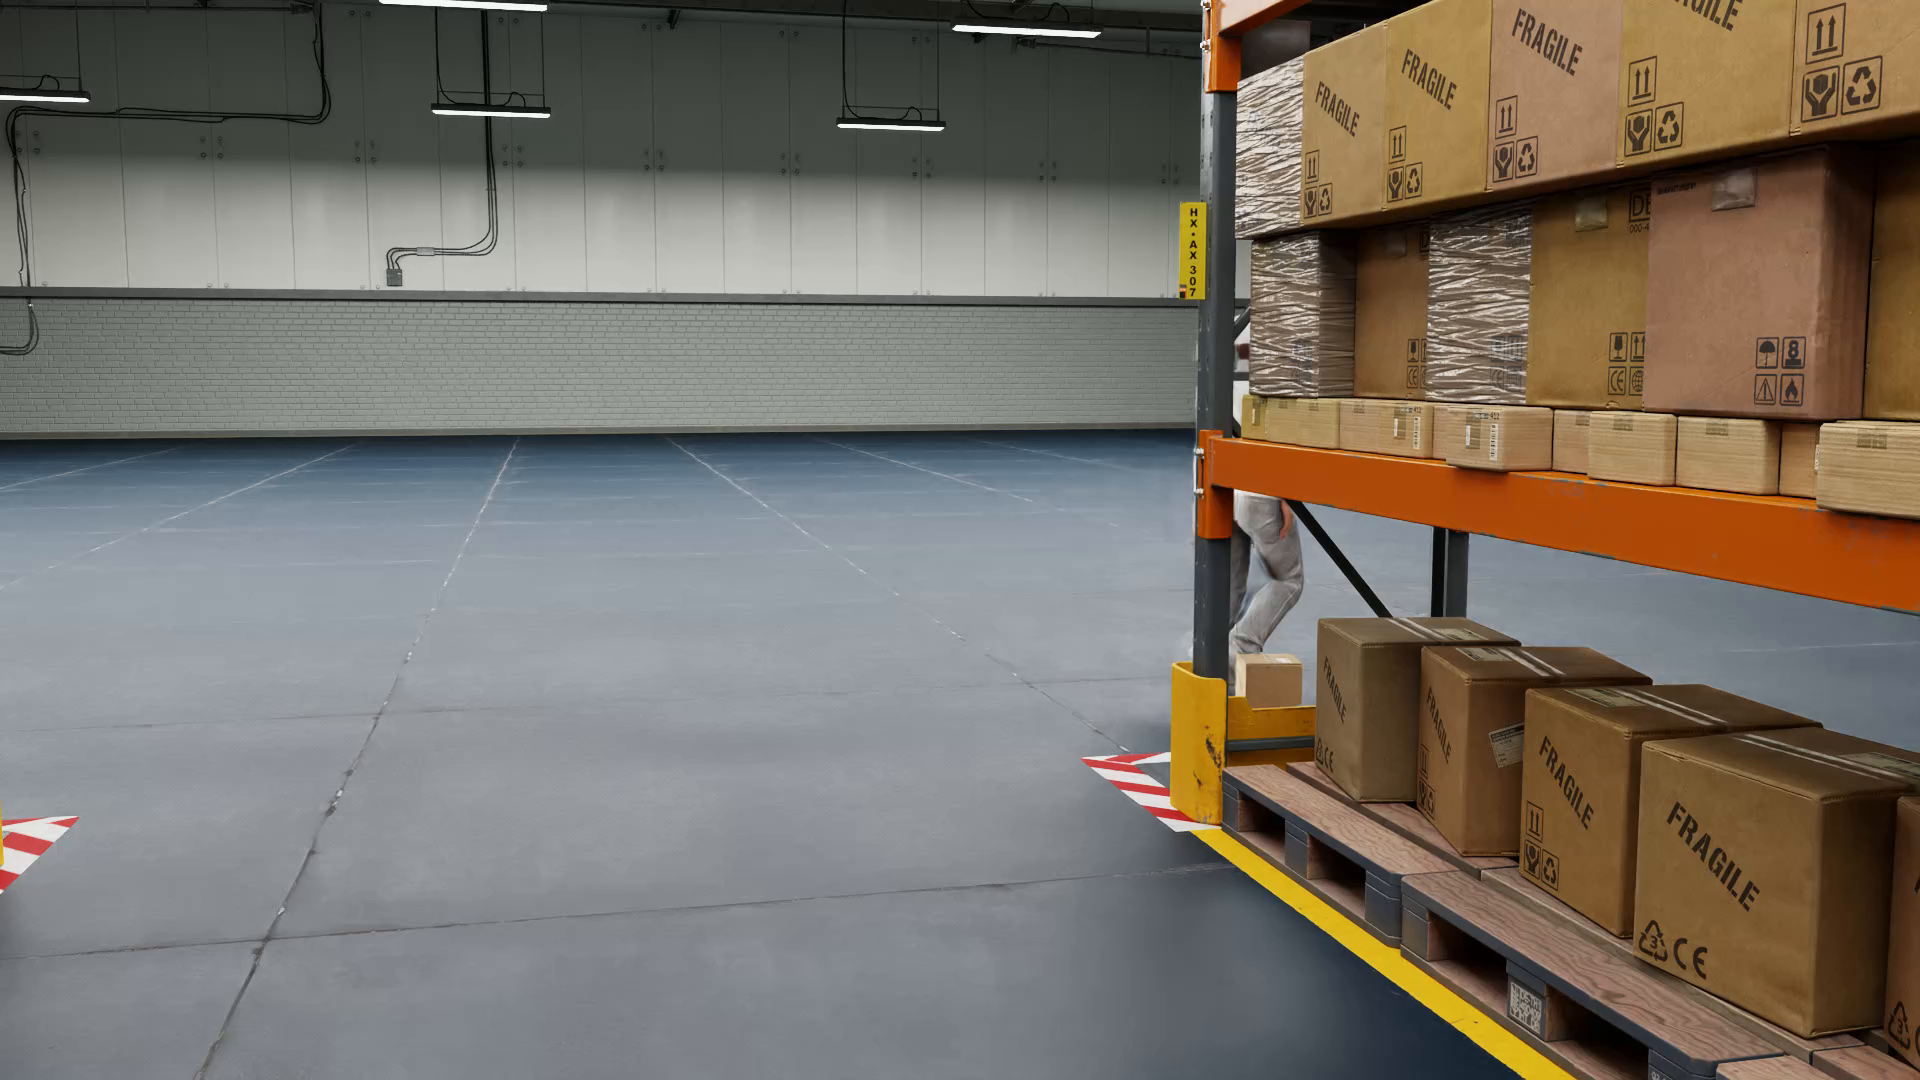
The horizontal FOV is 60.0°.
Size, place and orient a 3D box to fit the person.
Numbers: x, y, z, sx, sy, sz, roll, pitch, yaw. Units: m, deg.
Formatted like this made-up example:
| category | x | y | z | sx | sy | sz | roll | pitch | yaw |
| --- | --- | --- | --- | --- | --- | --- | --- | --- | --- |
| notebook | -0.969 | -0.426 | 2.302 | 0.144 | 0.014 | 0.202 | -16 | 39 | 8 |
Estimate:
| category | x | y | z | sx | sy | sz | roll | pitch | yaw |
| --- | --- | --- | --- | --- | --- | --- | --- | --- | --- |
| person | 1.342 | -0.180 | 7.777 | 0.539 | 1.759 | 0.568 | -6 | 8 | -43 |
